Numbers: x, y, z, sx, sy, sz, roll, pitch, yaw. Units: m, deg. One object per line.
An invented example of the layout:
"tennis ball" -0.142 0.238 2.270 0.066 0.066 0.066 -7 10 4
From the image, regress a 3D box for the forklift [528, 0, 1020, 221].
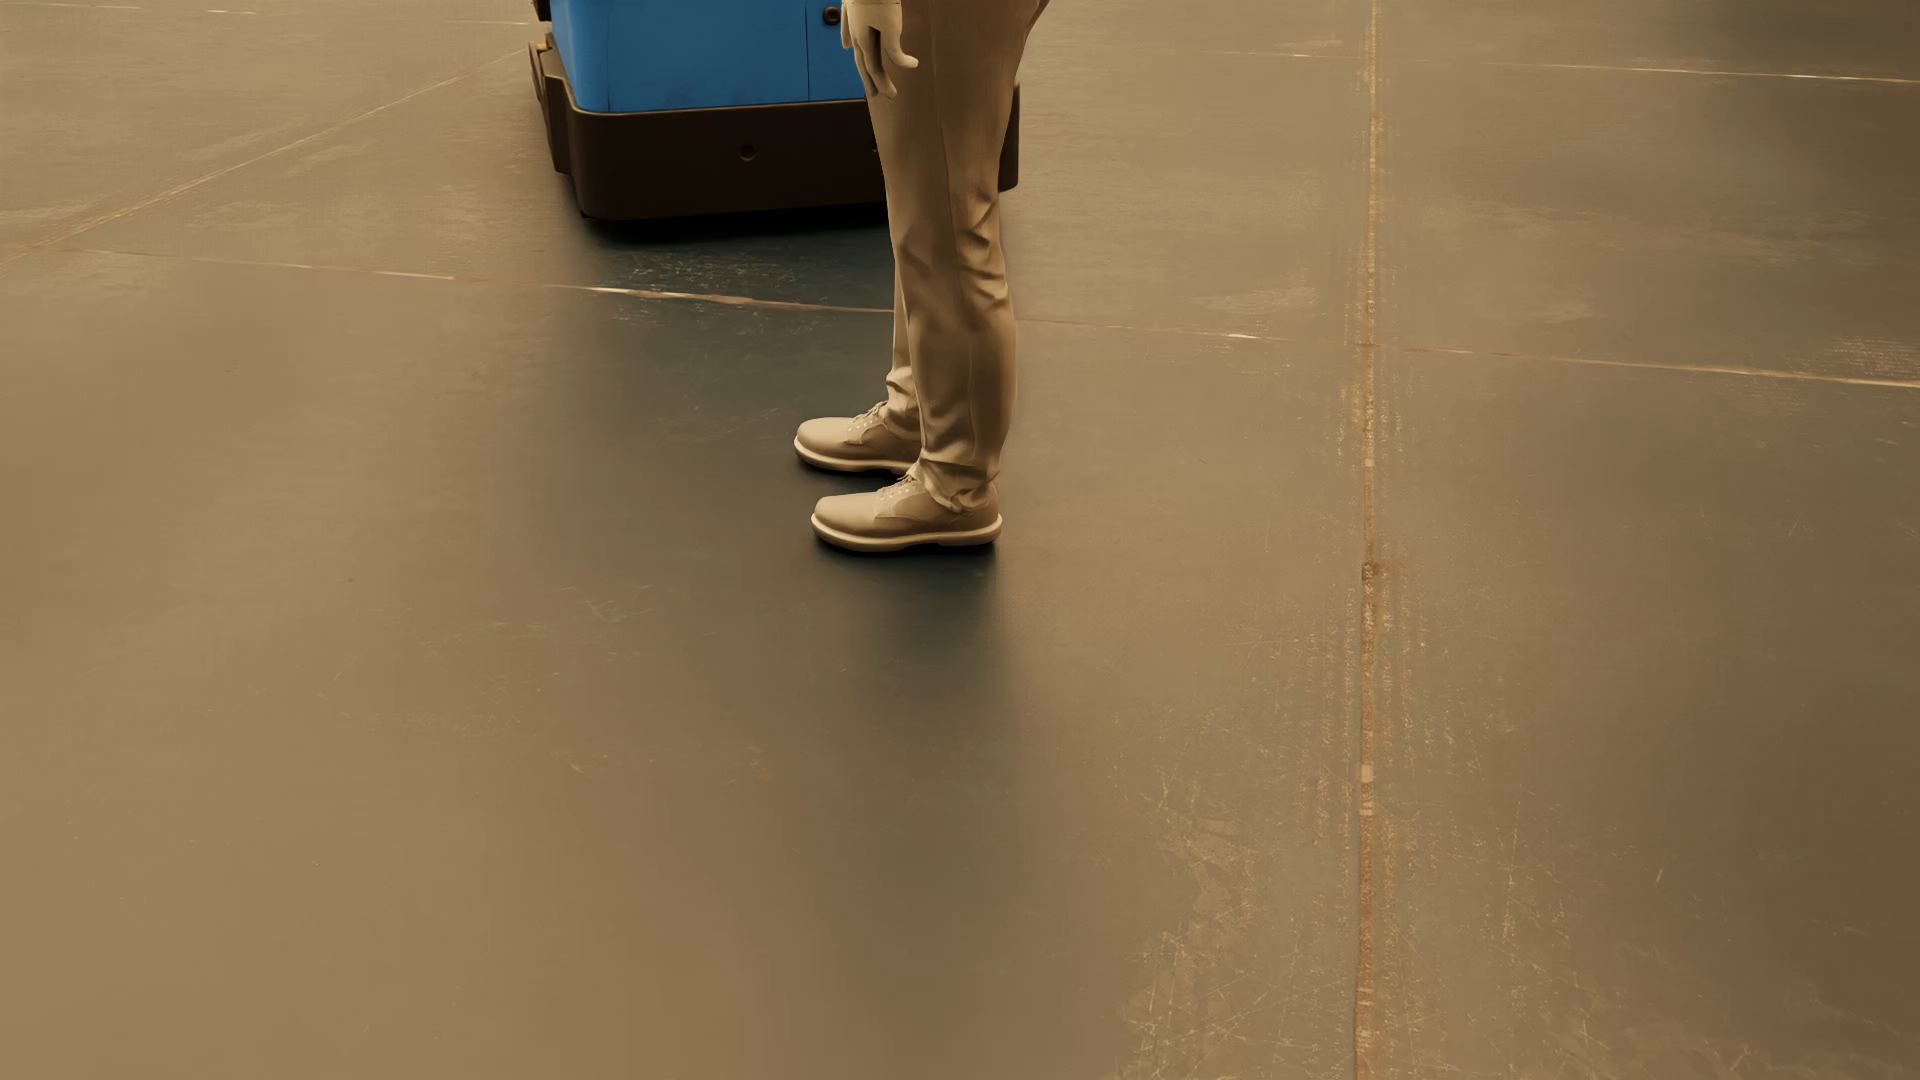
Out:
"forklift" -0.746 -2.678 4.555 1.130 2.935 3.031 -7 28 -14

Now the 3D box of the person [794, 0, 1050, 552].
"person" -0.064 -0.767 2.136 0.534 1.685 0.587 6 27 11
